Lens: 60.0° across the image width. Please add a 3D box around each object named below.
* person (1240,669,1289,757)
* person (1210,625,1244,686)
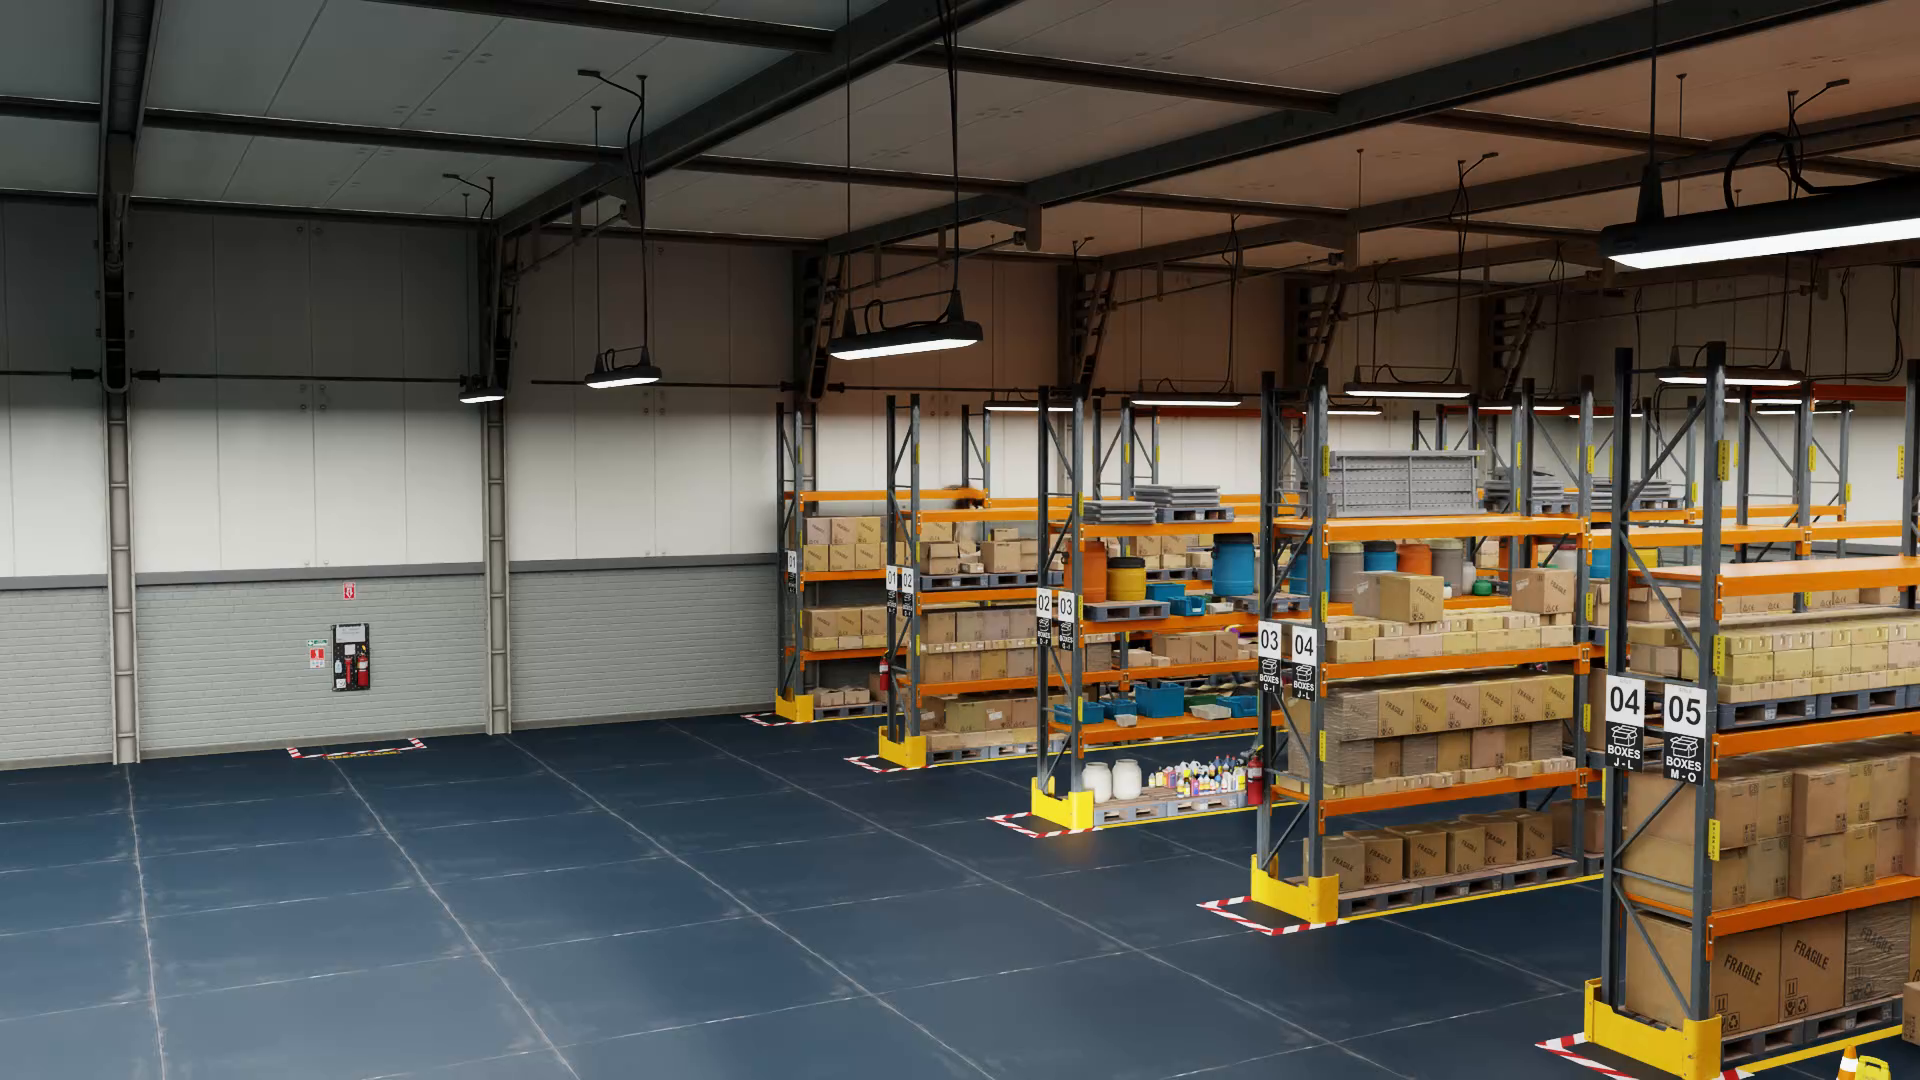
[{"bbox_3d":[5.187,2.728,27.266,1.117,1.720,0.550,-1,3,-15],"label":"person"},{"bbox_3d":[5.516,2.358,34.558,0.994,1.749,0.662,-2,4,-27],"label":"person"}]
